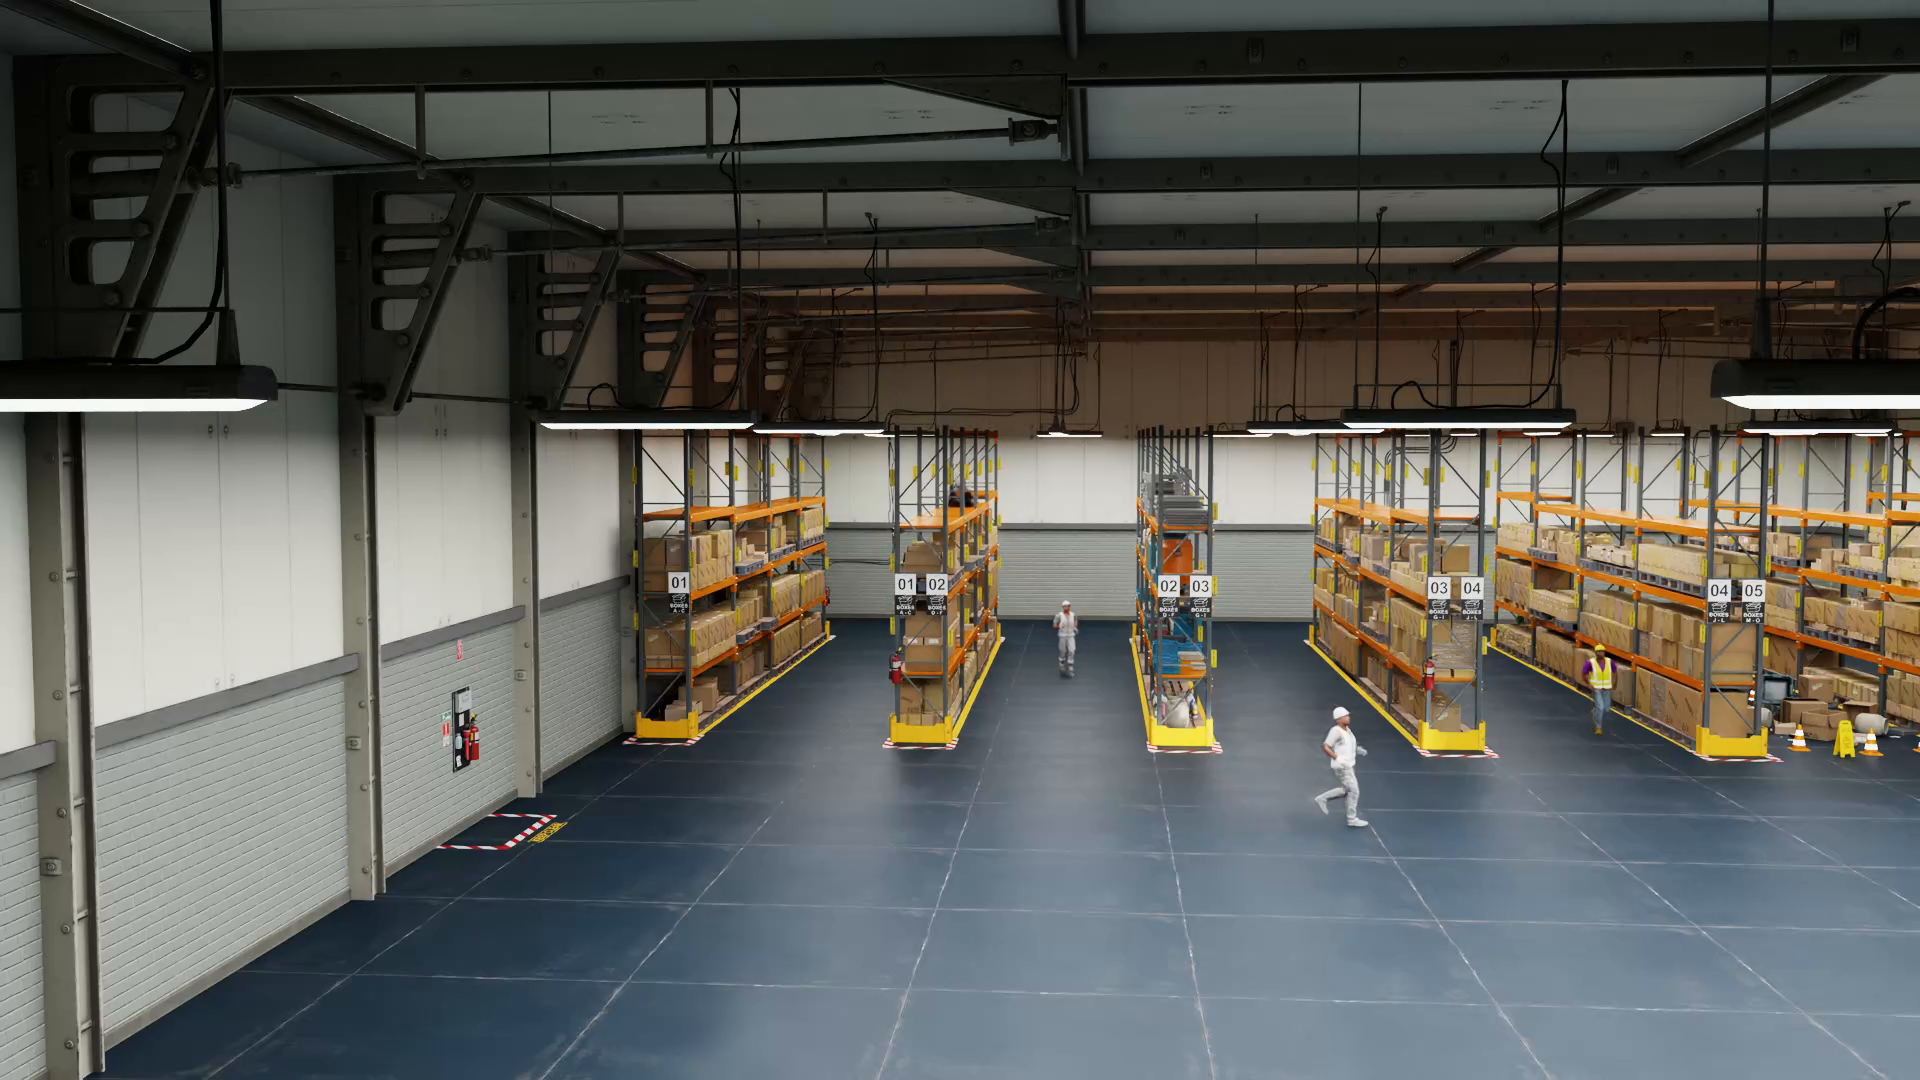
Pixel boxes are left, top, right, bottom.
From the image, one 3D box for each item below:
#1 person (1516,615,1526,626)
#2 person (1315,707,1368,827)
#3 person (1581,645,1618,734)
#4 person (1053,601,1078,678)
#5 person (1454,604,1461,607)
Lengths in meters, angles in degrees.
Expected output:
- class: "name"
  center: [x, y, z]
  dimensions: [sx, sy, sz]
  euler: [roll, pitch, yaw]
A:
- class: "person"
  center: [16.051, 2.015, 47.491]
  dimensions: [0.734, 1.697, 0.550]
  euler: [-3, 4, -40]
- class: "person"
  center: [5.668, 3.361, 24.727]
  dimensions: [0.839, 1.753, 0.697]
  euler: [2, 4, 29]
- class: "person"
  center: [12.516, 2.903, 32.604]
  dimensions: [0.682, 1.748, 0.656]
  euler: [0, 3, 2]
- class: "person"
  center: [2.576, 2.378, 40.350]
  dimensions: [0.648, 1.809, 0.920]
  euler: [0, 3, -7]
- class: "person"
  center: [13.303, 2.201, 43.875]
  dimensions: [0.712, 1.751, 0.903]
  euler: [0, 3, 8]
